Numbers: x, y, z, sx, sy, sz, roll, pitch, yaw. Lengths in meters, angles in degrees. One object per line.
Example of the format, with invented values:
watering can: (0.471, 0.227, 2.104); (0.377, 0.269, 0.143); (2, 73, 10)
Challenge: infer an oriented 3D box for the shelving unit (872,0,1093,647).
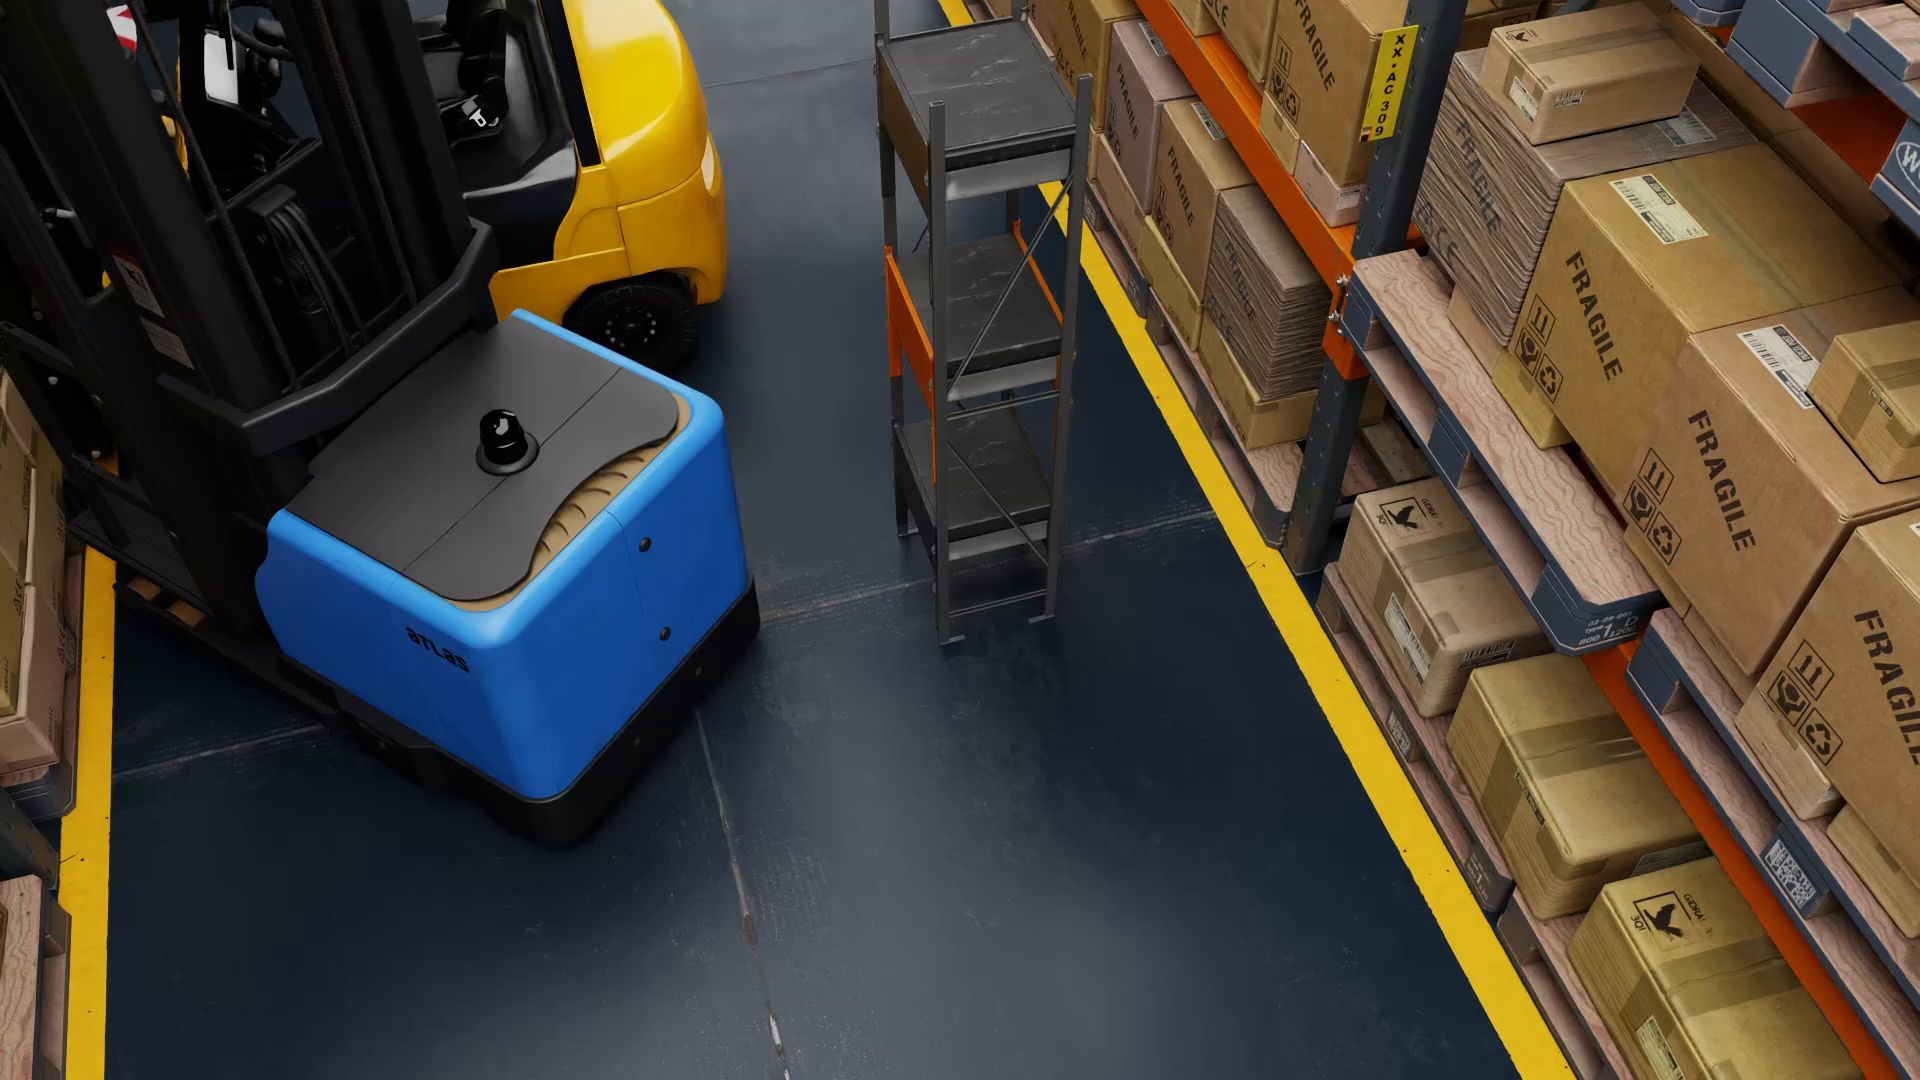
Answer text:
shelving unit: (0.049, -0.556, 4.845); (0.431, 2.100, 0.503); (-13, 51, -11)

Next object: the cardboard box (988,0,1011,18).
cardboard box: (0.389, -2.514, 7.431); (0.500, 0.250, 0.500); (-14, 51, -11)

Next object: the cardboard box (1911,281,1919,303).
cardboard box: (2.248, -0.233, 3.450); (0.500, 0.500, 0.500); (-12, 51, -10)

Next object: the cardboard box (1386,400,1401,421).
cardboard box: (1.681, -0.736, 5.932); (0.500, 0.250, 0.500); (-15, 52, -13)

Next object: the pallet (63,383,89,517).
pallet: (-3.703, -0.454, 5.995); (1.003, 0.211, 1.213); (-13, 51, -11)

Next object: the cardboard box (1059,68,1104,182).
cardboard box: (0.706, -1.744, 6.782); (0.500, 0.250, 0.500); (-10, 51, -9)

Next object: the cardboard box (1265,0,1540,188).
cardboard box: (1.228, -1.391, 4.701); (0.500, 0.500, 0.500); (-14, 51, -12)

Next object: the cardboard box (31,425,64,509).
cardboard box: (-3.302, -0.286, 5.553); (0.500, 0.250, 0.500); (-13, 51, -10)

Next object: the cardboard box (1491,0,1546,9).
cardboard box: (1.674, -1.816, 4.405); (0.700, 0.500, 0.500); (-14, 51, -11)

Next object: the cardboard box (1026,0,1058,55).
cardboard box: (0.555, -2.357, 6.809); (0.500, 0.500, 0.500); (-15, 52, -12)

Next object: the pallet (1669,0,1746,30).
pallet: (1.678, -1.426, 3.151); (1.213, 0.211, 1.003); (-13, 51, -11)

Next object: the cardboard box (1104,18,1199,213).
cardboard box: (0.862, -1.601, 6.171); (0.500, 0.500, 0.500); (-11, 51, -9)

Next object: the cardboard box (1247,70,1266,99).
cardboard box: (1.128, -1.468, 5.190); (0.380, 0.149, 0.250); (-13, 51, -11)

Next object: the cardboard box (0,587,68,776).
cardboard box: (-2.970, 0.453, 4.930); (0.500, 0.250, 0.500); (-13, 51, -11)

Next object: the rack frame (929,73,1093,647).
rack frame: (0.121, -0.378, 4.695); (0.400, 2.100, 0.015); (-13, 51, -11)

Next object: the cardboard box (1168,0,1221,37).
cardboard box: (0.908, -1.821, 5.488); (0.380, 0.149, 0.250); (-14, 51, -12)

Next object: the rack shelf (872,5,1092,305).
rack shelf: (0.049, -0.998, 4.321); (0.431, 0.518, 0.480); (-13, 51, -11)

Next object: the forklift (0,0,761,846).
forklift: (-2.173, -0.918, 4.607); (3.031, 2.935, 1.130); (25, 54, 20)

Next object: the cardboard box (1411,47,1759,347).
cardboard box: (1.462, -0.851, 3.971); (0.500, 0.500, 0.500); (-12, 51, -10)

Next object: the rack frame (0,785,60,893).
rack frame: (-3.143, 0.130, 3.678); (1.000, 3.000, 0.127); (-13, 51, -11)

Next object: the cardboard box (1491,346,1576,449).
cardboard box: (1.524, -0.390, 4.006); (0.380, 0.149, 0.250); (-12, 51, -10)

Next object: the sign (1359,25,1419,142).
sign: (1.081, -1.146, 4.188); (0.100, 0.325, 0.005); (-13, 51, -11)

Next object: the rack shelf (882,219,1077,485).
rack shelf: (0.049, -0.547, 4.856); (0.431, 0.518, 0.480); (-13, 51, -11)

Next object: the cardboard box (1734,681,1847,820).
cardboard box: (1.818, 0.384, 3.354); (0.380, 0.149, 0.250); (-12, 51, -10)

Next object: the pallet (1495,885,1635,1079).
pallet: (2.194, 1.365, 4.461); (1.003, 0.211, 1.213); (-13, 51, -11)

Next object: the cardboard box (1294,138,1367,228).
cardboard box: (1.211, -1.080, 4.863); (0.380, 0.149, 0.250); (-14, 51, -11)

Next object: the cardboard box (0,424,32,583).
cardboard box: (-3.142, -0.071, 5.044); (0.500, 0.250, 0.500); (-14, 51, -11)

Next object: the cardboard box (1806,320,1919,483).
cardboard box: (1.818, -0.274, 3.060); (0.380, 0.149, 0.250); (-11, 51, -9)

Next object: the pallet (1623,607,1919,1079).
pallet: (2.156, 0.552, 3.448); (1.003, 0.211, 1.213); (-13, 51, -11)

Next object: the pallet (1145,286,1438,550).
pallet: (1.365, -0.579, 6.100); (1.003, 0.211, 1.213); (-13, 51, -11)

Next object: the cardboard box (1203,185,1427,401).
cardboard box: (1.166, -0.857, 5.544); (0.500, 0.500, 0.500); (-14, 51, -11)

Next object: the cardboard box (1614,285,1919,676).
cardboard box: (1.744, -0.121, 3.356); (0.500, 0.500, 0.500); (-14, 51, -11)

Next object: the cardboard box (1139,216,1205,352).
cardboard box: (0.999, -1.002, 6.156); (0.500, 0.250, 0.500); (-15, 51, -12)

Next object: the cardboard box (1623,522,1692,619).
cardboard box: (1.717, -0.003, 3.680); (0.380, 0.149, 0.250); (-13, 51, -10)

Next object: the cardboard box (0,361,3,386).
cardboard box: (-3.286, -0.602, 5.165); (0.500, 0.250, 0.500); (-12, 51, -10)

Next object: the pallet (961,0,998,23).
pallet: (0.643, -2.361, 7.602); (1.003, 0.211, 1.213); (-13, 51, -11)

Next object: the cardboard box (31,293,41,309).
cardboard box: (-3.428, -0.809, 5.667); (0.500, 0.250, 0.500); (-13, 51, -11)

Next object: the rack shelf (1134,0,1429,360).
rack shelf: (1.006, -2.224, 6.133); (1.077, 0.370, 4.000); (-13, 51, -11)

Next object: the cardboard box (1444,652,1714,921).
cardboard box: (1.971, 0.624, 4.706); (0.950, 0.372, 0.625); (-10, 51, -9)

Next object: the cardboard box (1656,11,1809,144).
cardboard box: (1.953, -0.973, 4.074); (0.500, 0.500, 0.500); (-14, 51, -12)
